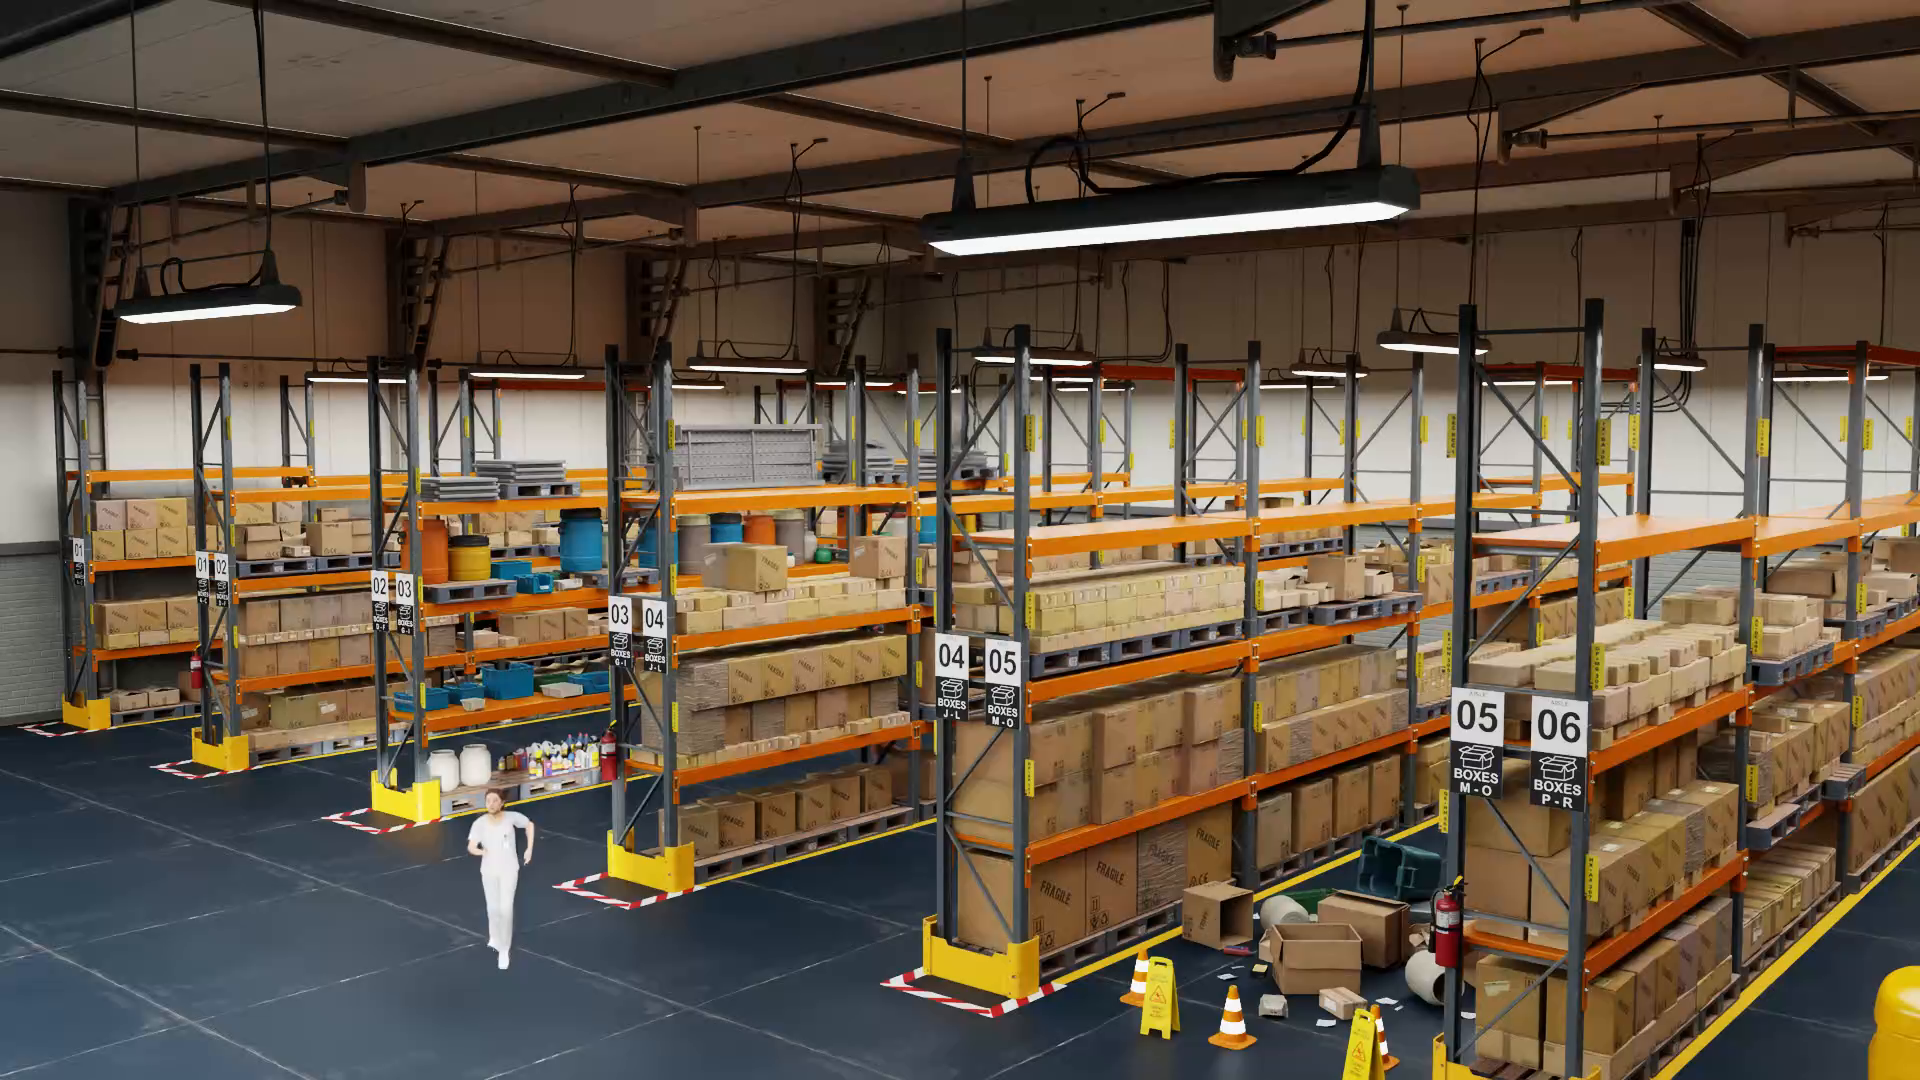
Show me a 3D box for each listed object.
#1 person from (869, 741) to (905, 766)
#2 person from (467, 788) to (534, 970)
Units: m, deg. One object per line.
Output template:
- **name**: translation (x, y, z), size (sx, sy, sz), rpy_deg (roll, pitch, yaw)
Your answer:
- **person**: translation (-1.088, 2.607, 24.085), size (0.589, 1.653, 0.693), rpy_deg (3, 5, 37)
- **person**: translation (-4.377, 3.187, 15.878), size (0.572, 1.697, 0.875), rpy_deg (0, 4, -5)
